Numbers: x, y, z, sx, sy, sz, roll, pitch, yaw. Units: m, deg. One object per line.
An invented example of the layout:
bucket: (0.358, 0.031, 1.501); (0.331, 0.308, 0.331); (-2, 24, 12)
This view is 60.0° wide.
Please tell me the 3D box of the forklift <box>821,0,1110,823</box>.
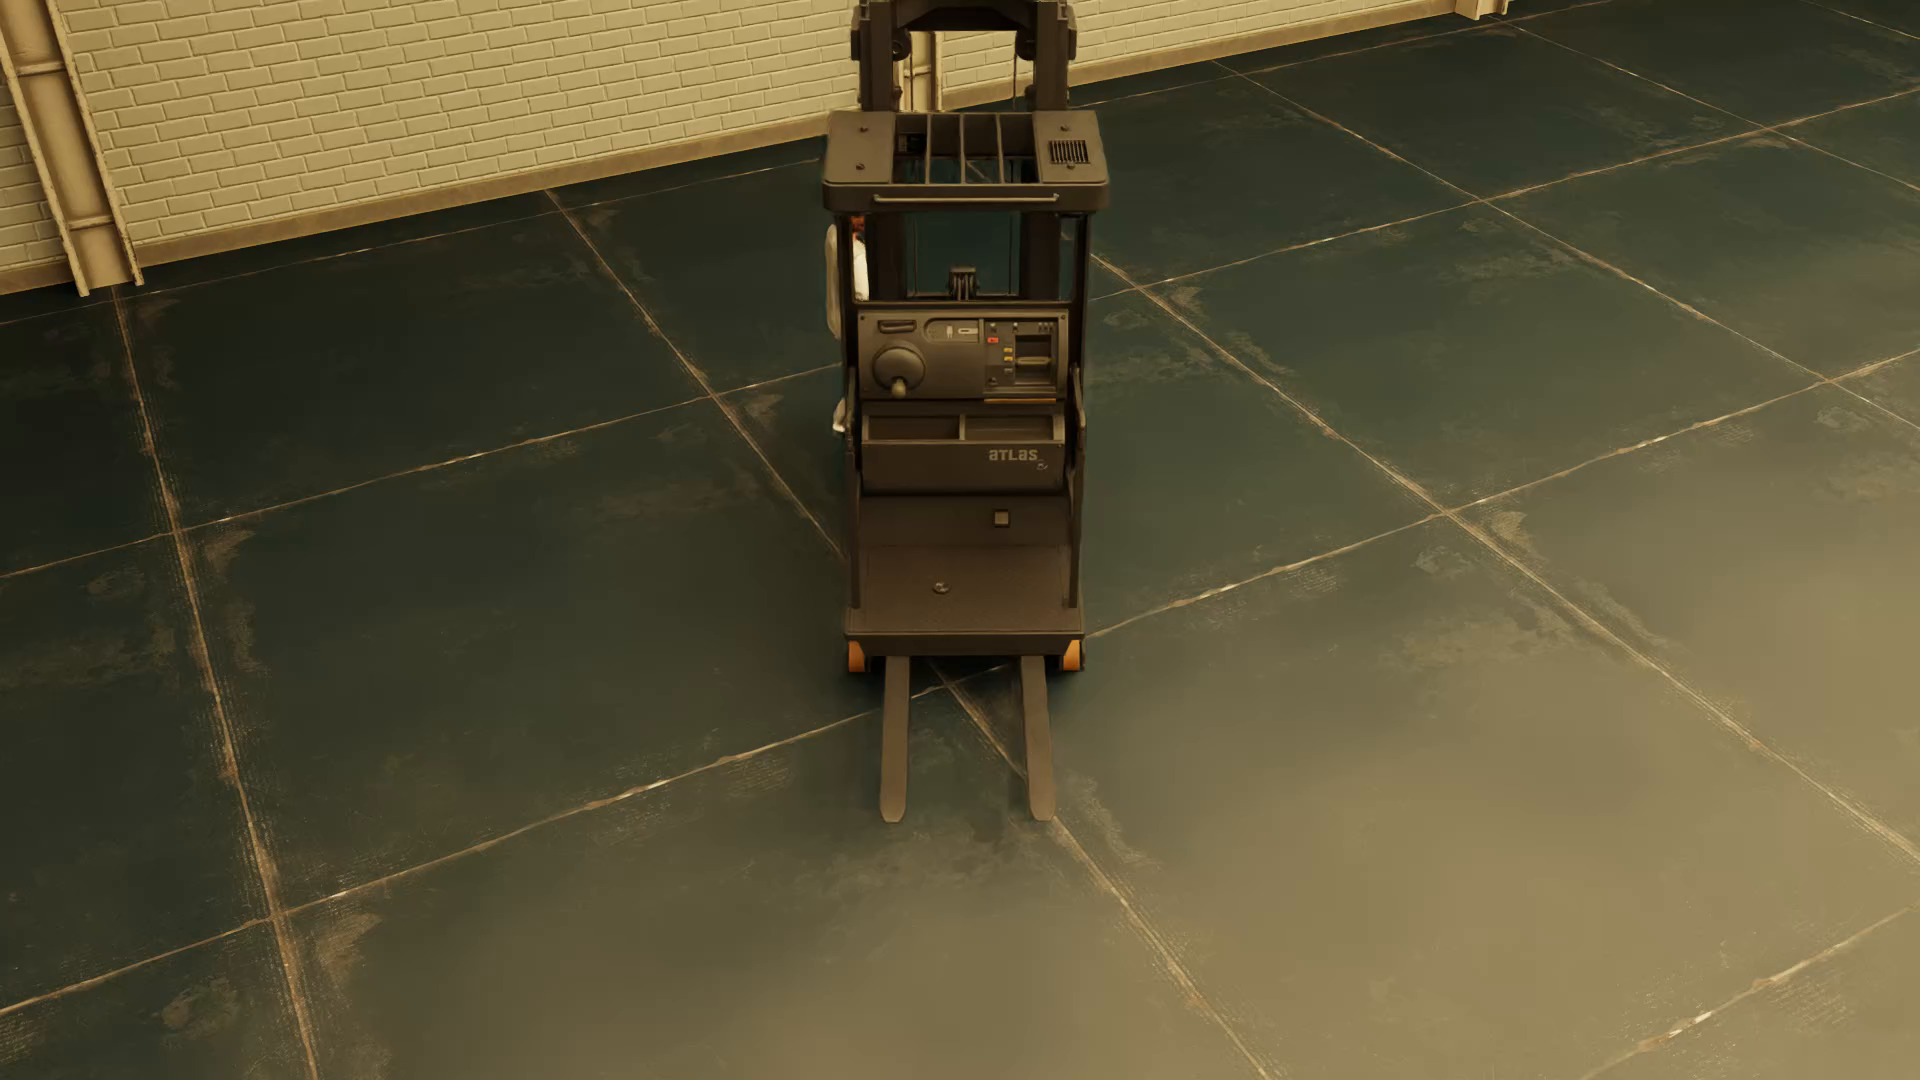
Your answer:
forklift: (0.018, -0.758, 7.196); (1.130, 2.935, 3.031); (0, 35, 0)

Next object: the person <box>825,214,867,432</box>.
person: (-0.465, -1.193, 9.016); (0.497, 1.530, 0.606); (-9, 36, -13)
